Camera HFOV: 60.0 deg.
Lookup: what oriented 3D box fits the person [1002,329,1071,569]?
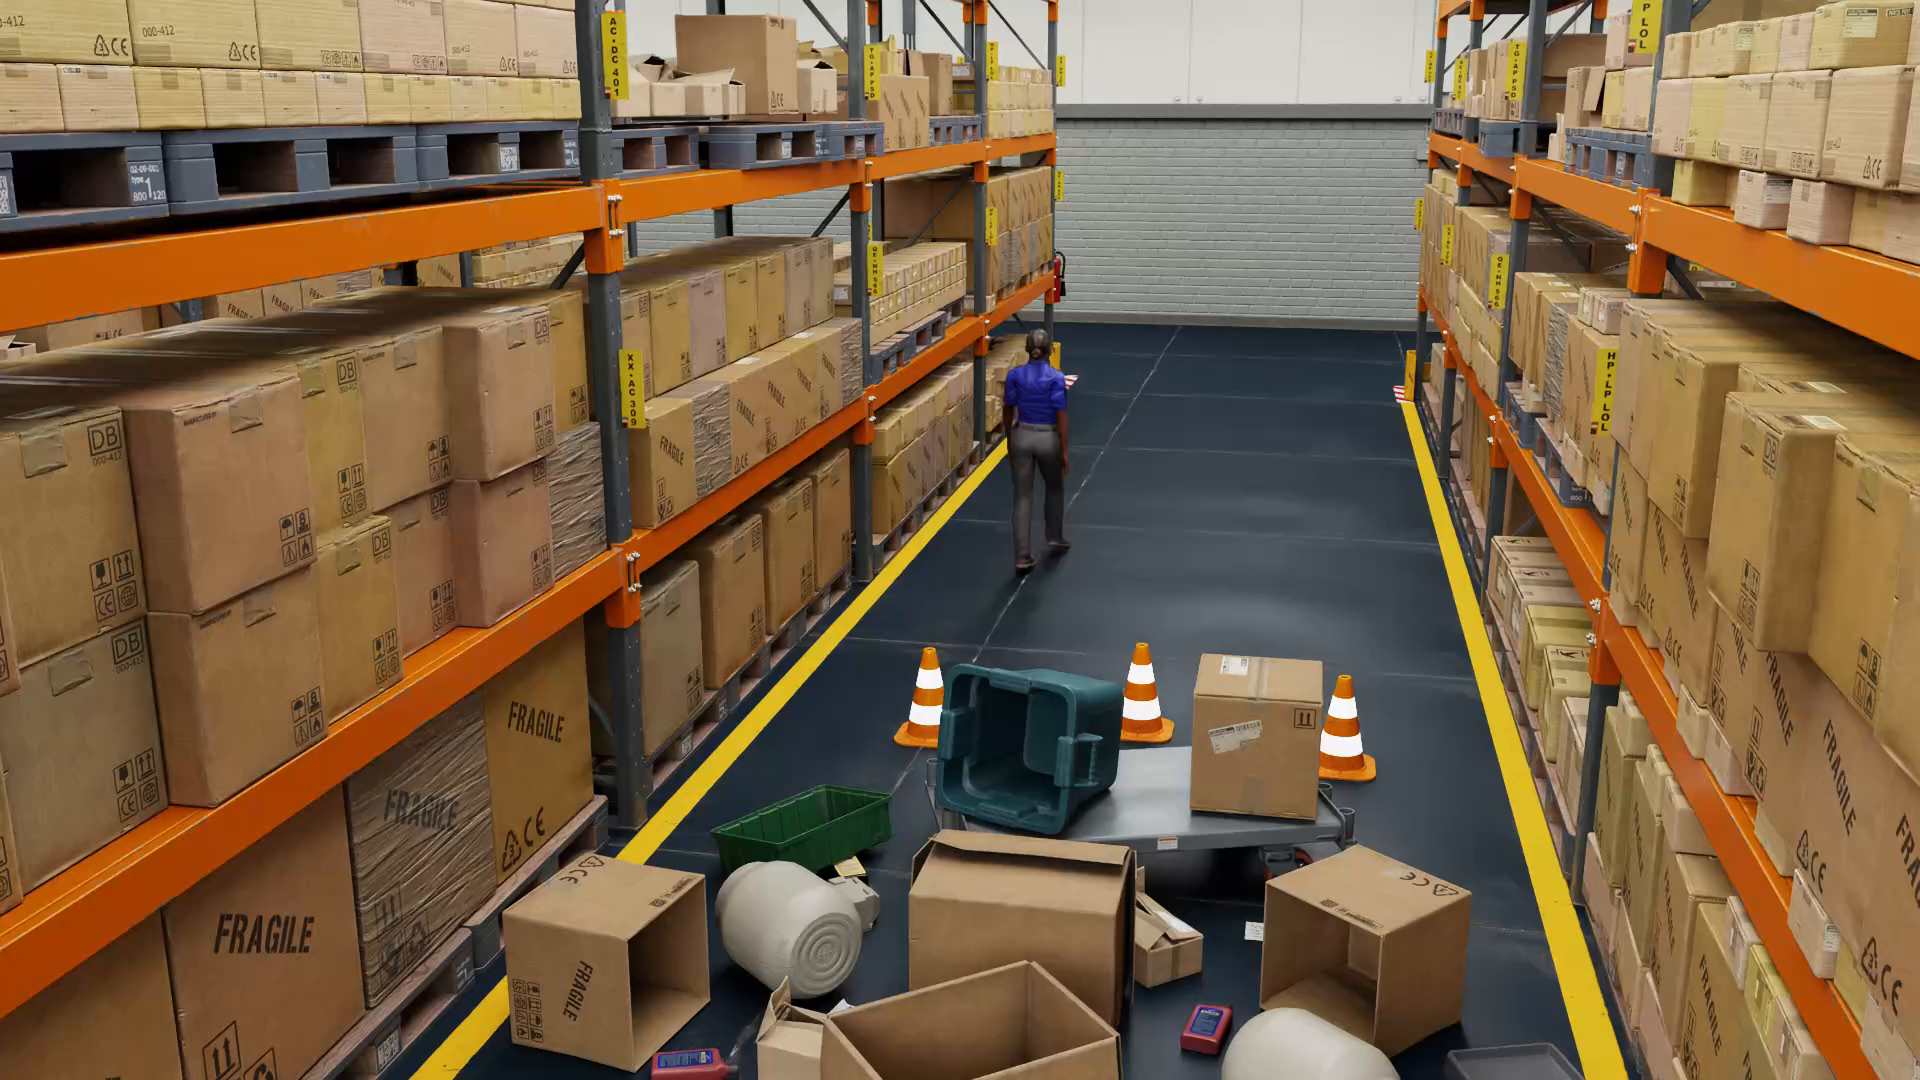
[{"bbox_3d":[0.535,-0.653,11.489,0.485,1.620,0.872,3,15,9],"label":"person"}]
